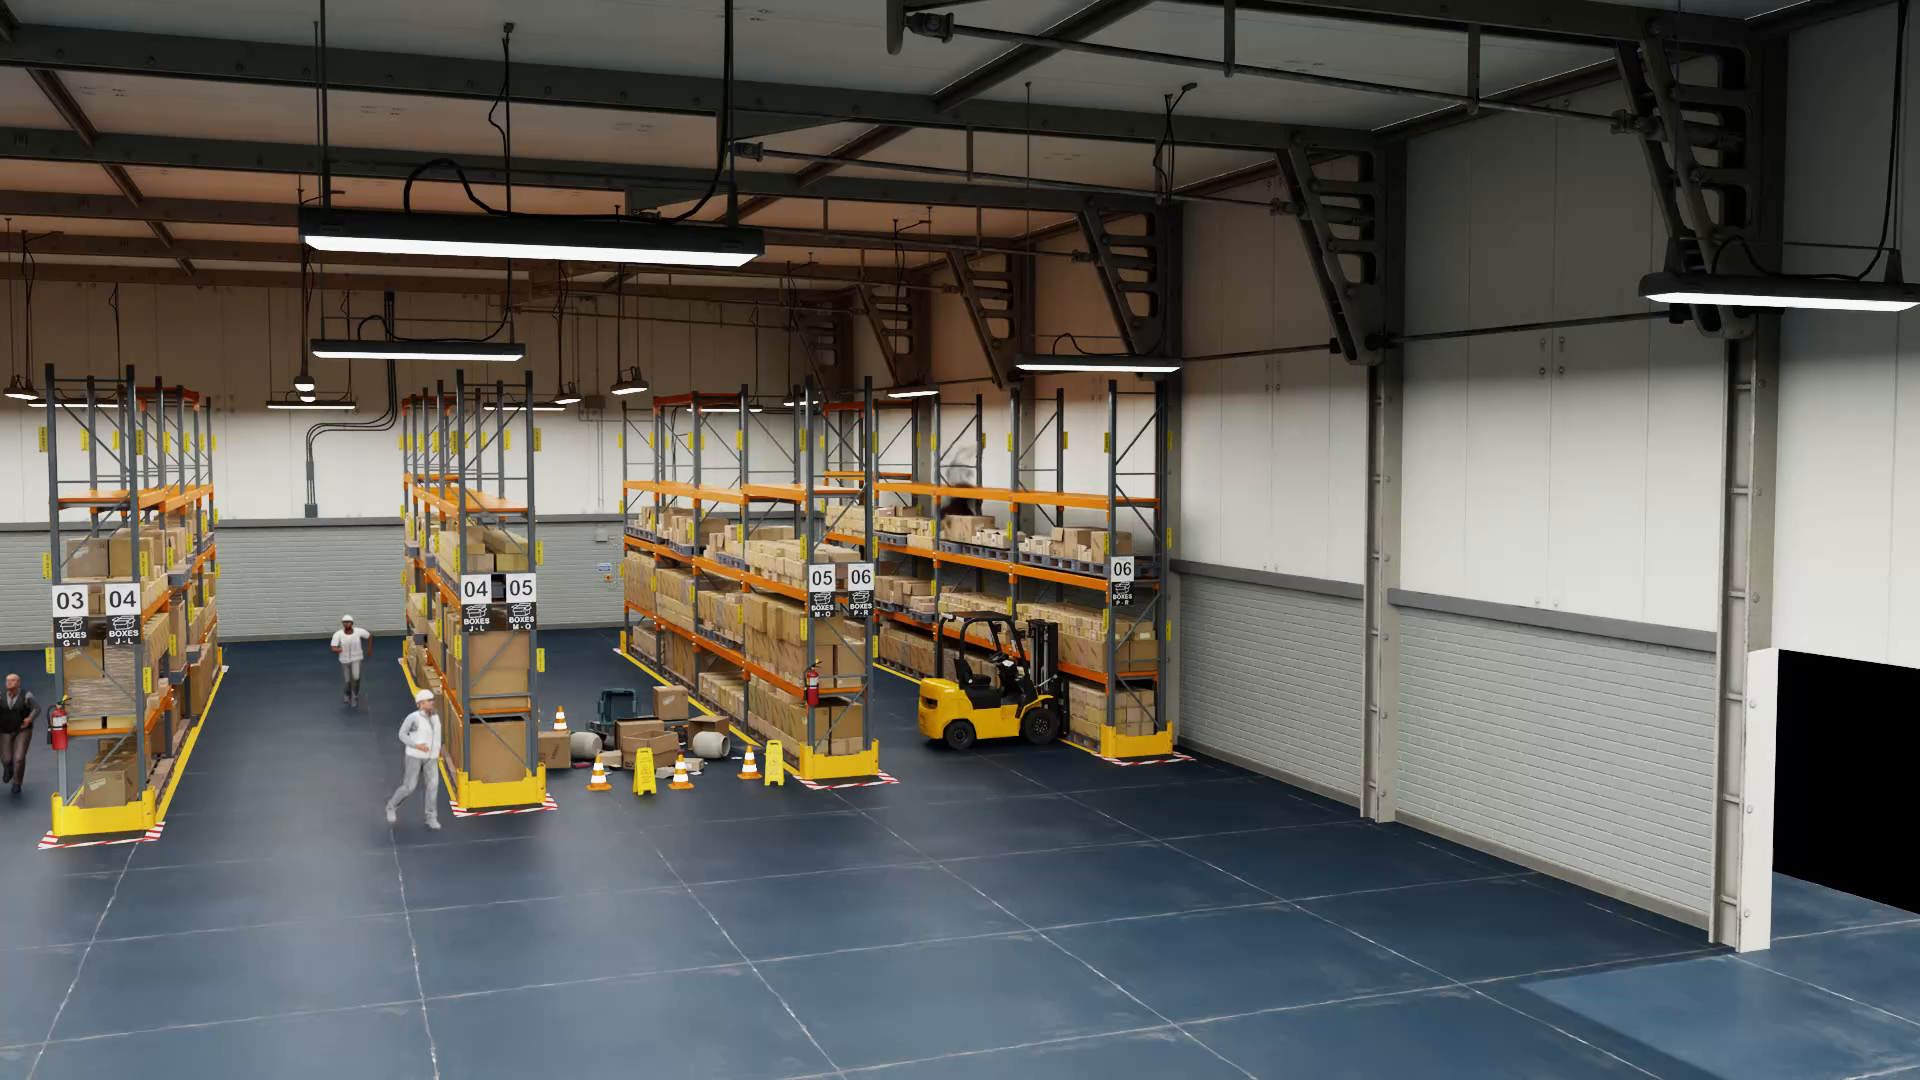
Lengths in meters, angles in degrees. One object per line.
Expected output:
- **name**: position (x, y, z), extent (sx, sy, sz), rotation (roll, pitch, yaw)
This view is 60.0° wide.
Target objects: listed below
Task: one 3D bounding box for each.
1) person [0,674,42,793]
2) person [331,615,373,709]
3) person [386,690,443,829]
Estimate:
- **person**: position (-13.575, 2.769, 23.918), extent (0.656, 1.696, 0.627), rotation (-1, 4, -20)
- **person**: position (-11.472, 2.287, 31.362), extent (0.719, 1.762, 0.860), rotation (-1, 3, -14)
- **person**: position (-7.009, 2.843, 21.767), extent (0.949, 1.758, 0.725), rotation (3, 4, 37)
